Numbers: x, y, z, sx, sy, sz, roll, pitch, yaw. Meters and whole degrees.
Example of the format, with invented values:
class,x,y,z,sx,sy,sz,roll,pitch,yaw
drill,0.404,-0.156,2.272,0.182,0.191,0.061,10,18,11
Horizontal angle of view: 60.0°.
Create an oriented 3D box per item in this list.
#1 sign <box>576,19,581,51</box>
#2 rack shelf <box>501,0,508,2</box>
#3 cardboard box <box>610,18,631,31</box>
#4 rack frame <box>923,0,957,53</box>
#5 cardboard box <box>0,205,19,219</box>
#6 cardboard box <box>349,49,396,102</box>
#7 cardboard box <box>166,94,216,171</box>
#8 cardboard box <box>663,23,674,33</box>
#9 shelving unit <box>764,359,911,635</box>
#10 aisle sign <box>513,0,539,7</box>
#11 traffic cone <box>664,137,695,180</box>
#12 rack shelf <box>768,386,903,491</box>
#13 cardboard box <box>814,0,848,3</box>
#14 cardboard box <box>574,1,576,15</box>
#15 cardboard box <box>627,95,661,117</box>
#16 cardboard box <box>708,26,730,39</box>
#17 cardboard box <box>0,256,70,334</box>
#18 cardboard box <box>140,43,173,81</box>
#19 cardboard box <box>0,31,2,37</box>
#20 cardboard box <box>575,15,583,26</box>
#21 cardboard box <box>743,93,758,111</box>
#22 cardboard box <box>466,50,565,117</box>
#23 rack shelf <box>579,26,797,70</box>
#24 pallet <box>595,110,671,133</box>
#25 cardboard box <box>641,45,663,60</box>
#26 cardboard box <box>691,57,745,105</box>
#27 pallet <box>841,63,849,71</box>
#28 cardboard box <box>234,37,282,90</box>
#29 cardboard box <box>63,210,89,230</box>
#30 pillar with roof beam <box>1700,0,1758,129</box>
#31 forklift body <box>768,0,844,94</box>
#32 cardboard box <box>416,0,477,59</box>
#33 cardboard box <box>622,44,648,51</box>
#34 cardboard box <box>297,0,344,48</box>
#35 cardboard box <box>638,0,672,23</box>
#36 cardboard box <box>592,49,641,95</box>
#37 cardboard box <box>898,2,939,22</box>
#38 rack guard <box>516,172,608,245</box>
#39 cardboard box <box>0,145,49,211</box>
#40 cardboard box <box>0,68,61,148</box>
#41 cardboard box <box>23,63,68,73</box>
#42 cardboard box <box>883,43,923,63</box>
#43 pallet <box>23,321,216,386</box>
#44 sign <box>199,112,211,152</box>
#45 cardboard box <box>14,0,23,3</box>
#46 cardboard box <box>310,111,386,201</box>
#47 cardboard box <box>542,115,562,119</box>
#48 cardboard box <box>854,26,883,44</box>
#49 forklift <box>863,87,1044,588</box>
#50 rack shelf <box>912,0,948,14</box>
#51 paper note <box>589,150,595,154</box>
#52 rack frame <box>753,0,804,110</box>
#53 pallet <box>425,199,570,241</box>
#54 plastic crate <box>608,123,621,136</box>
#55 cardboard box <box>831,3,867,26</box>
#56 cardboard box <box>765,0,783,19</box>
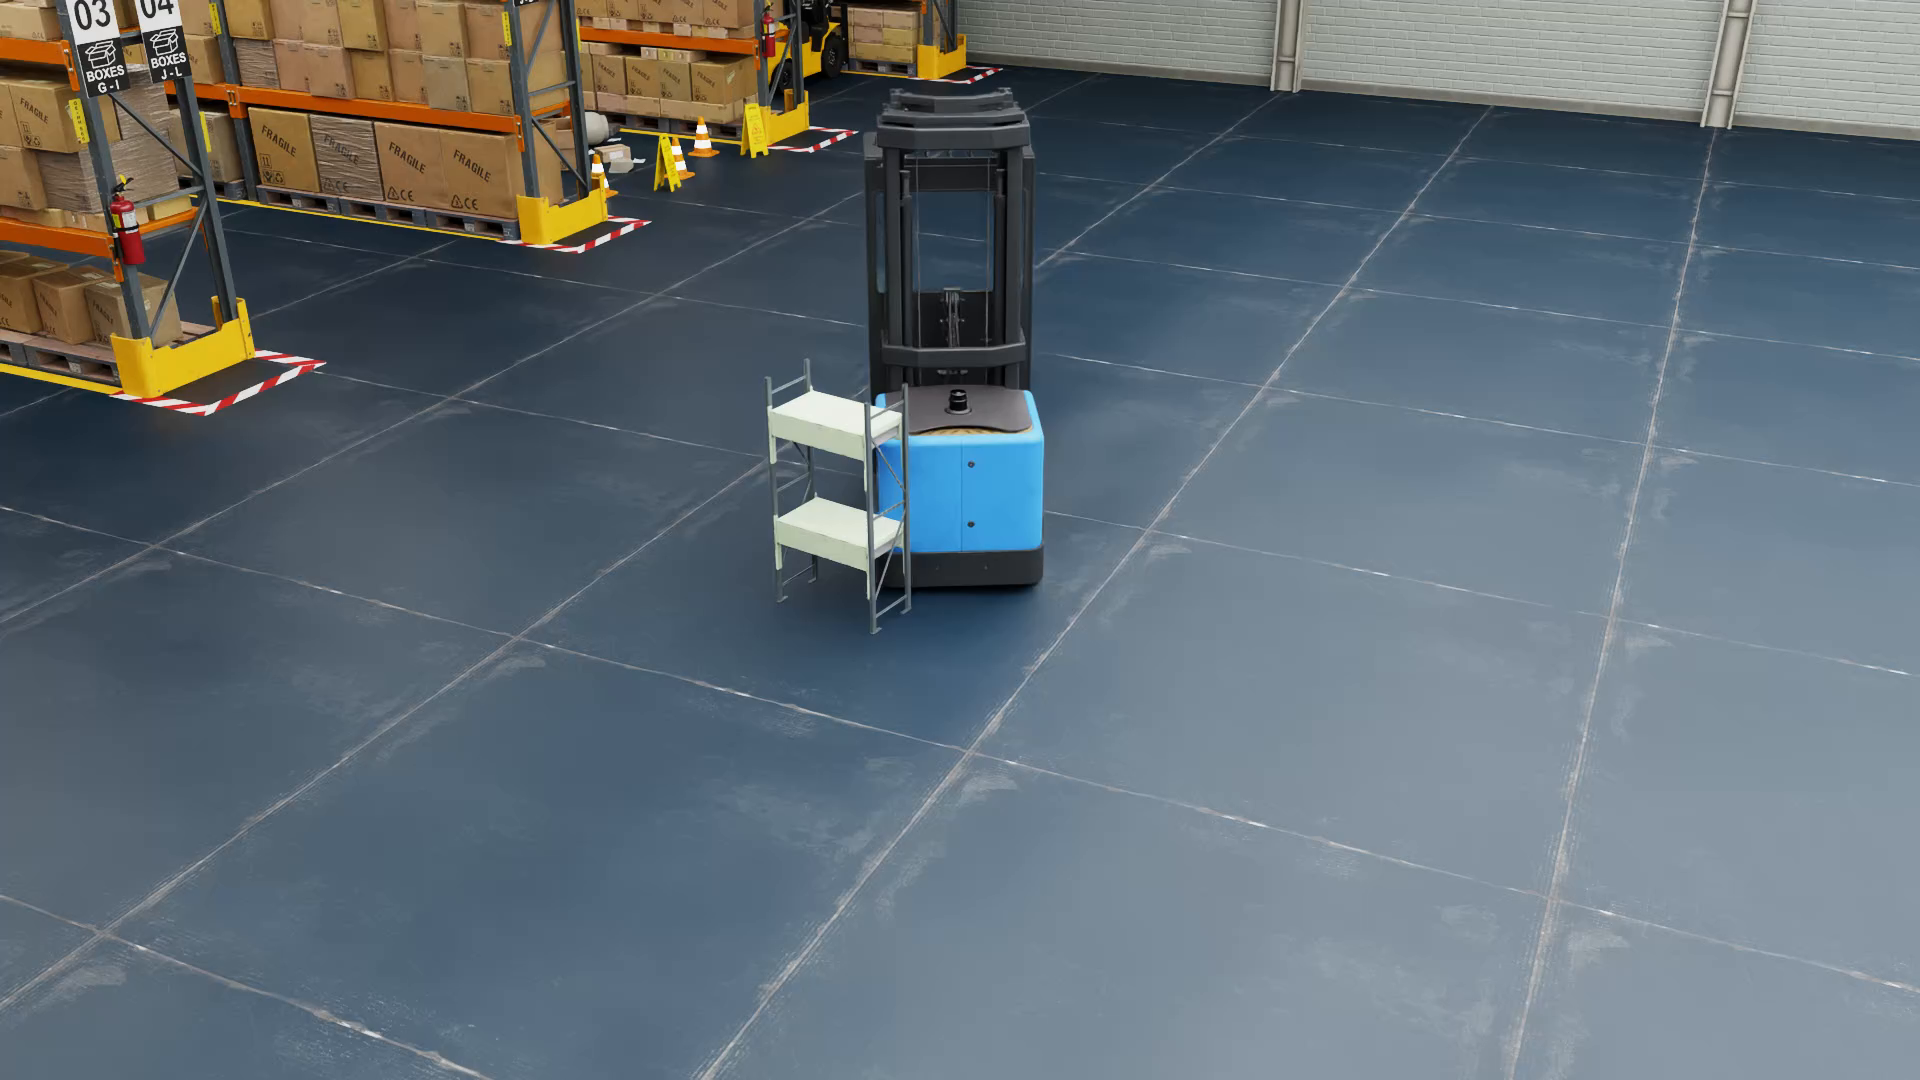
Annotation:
class,x,y,z,sx,sy,sz,roll,pitch,yaw
sign,-4.078,-5.369,17.689,0.005,0.325,0.100,11,28,22
rack shelf,-6.134,-6.111,17.685,4.000,0.370,1.077,11,28,22
cardboard box,-4.442,-6.891,22.135,0.250,0.149,0.380,11,28,22
rack frame,-0.305,-8.728,25.582,0.127,3.000,1.000,11,28,22
cardboard box,-7.711,-2.788,13.802,0.250,0.149,0.380,11,28,22
cardboard box,-6.137,-5.165,18.174,0.500,0.550,0.875,11,28,22
cardboard box,-9.433,-4.888,19.854,0.750,0.750,1.050,11,28,22
cardboard box,-3.708,-6.797,21.943,0.250,0.149,0.380,12,29,23
shelving unit,-0.729,-0.263,10.085,0.755,1.500,0.431,17,31,30
aisle sign,-4.373,-5.755,16.601,0.004,0.787,0.394,11,28,22
traffic cone,-3.432,-4.645,20.160,0.334,0.463,0.336,11,28,22
rack shelf,-0.729,-0.613,9.913,0.720,0.370,0.431,17,31,30
cardboard box,-2.035,-8.578,26.782,0.500,0.250,0.500,11,28,21
cardboard box,-5.246,-7.366,22.366,0.500,0.500,0.500,11,28,22
cardboard box,-4.150,-5.917,22.510,0.500,0.250,0.500,10,28,20
cardboard box,-3.062,-6.603,21.550,0.250,0.149,0.380,11,28,21
cardboard box,-8.140,-2.152,14.580,0.500,0.500,0.500,14,30,27
cardboard box,-9.000,-5.579,19.073,0.500,0.500,0.500,11,28,21
cardboard box,-7.458,-4.101,12.958,0.500,0.250,0.500,12,28,22
cardboard box,-5.127,-7.043,22.443,0.250,0.149,0.380,12,29,23
cardboard box,-2.976,-5.945,22.567,0.500,0.250,0.500,11,28,21
cardboard box,-4.670,-4.840,17.514,0.550,0.550,0.875,11,28,22
rack shelf,-4.177,-6.774,22.428,4.000,0.370,1.077,11,28,22
pallet,-4.257,-5.881,22.956,1.213,0.211,1.003,11,28,22
cardboard box,-4.022,-6.492,22.093,0.250,0.149,0.380,13,29,24
cardboard box,-3.193,-6.064,21.960,0.500,0.500,0.500,12,28,22
pallet,-2.125,-7.824,26.902,1.213,0.211,1.003,11,28,22
cardboard box,-7.614,-5.459,18.772,0.550,0.550,0.875,11,28,22
cardboard box,-7.031,-2.649,13.519,0.250,0.149,0.380,11,28,22
pillar with roof beam,8.576,-7.984,17.279,0.400,9.000,9.100,11,28,22
forklift body,-2.786,-7.960,24.983,1.214,2.155,2.313,11,28,22
cardboard box,-5.174,-5.421,17.473,0.550,0.550,0.875,11,28,22
cardboard box,-4.419,-6.569,22.984,0.500,0.500,0.500,13,29,24
cardboard box,-6.649,-5.717,18.073,0.550,0.550,0.875,11,28,22
cardboard box,-3.872,-7.085,21.794,0.500,0.500,0.500,11,28,22
cardboard box,-4.609,-6.349,22.538,0.500,0.500,0.500,13,29,24
cardboard box,-0.664,-8.295,26.209,0.500,0.250,0.500,11,28,21
rack guard,-4.291,-3.597,17.990,0.348,0.500,1.175,11,28,22
cardboard box,-7.452,-3.080,13.660,0.500,0.500,0.875,11,28,22
cardboard box,-7.519,-3.464,13.308,0.500,0.500,0.500,11,28,22
cardboard box,-7.298,-3.678,13.743,0.500,0.500,0.500,11,28,22
cardboard box,-0.863,-7.642,26.013,0.500,0.250,0.500,12,28,22
pallet,-7.252,-1.672,14.408,1.213,0.211,1.003,11,28,22
sign,-6.234,-3.353,13.685,0.005,0.325,0.100,11,28,22
cardboard box,-7.029,-4.224,12.756,0.250,0.149,0.380,10,28,20
cardboard box,-6.589,-4.383,18.686,0.875,0.875,0.875,12,28,22
cardboard box,-5.585,-5.600,22.054,0.500,0.500,0.500,-12,29,-23
cardboard box,-1.329,-7.966,26.106,0.500,0.250,0.500,11,28,21
forklift,-0.082,-1.628,11.238,1.130,2.935,3.031,-2,26,-3
rack shelf,-2.125,-8.771,26.483,4.000,0.370,1.077,11,28,22
paper note,-4.752,-4.982,21.348,0.142,0.019,0.148,23,35,39
rack frame,-2.356,-6.732,21.527,0.127,3.000,1.000,11,28,22
pallet,-5.073,-3.586,18.295,1.213,0.211,1.003,11,28,22
plastic crate,-4.908,-5.536,22.404,0.583,0.080,0.402,2,26,4
cardboard box,-1.784,-8.269,26.156,0.500,0.250,0.500,12,29,22
cardboard box,-2.673,-7.108,21.841,0.500,0.500,0.500,11,28,21
